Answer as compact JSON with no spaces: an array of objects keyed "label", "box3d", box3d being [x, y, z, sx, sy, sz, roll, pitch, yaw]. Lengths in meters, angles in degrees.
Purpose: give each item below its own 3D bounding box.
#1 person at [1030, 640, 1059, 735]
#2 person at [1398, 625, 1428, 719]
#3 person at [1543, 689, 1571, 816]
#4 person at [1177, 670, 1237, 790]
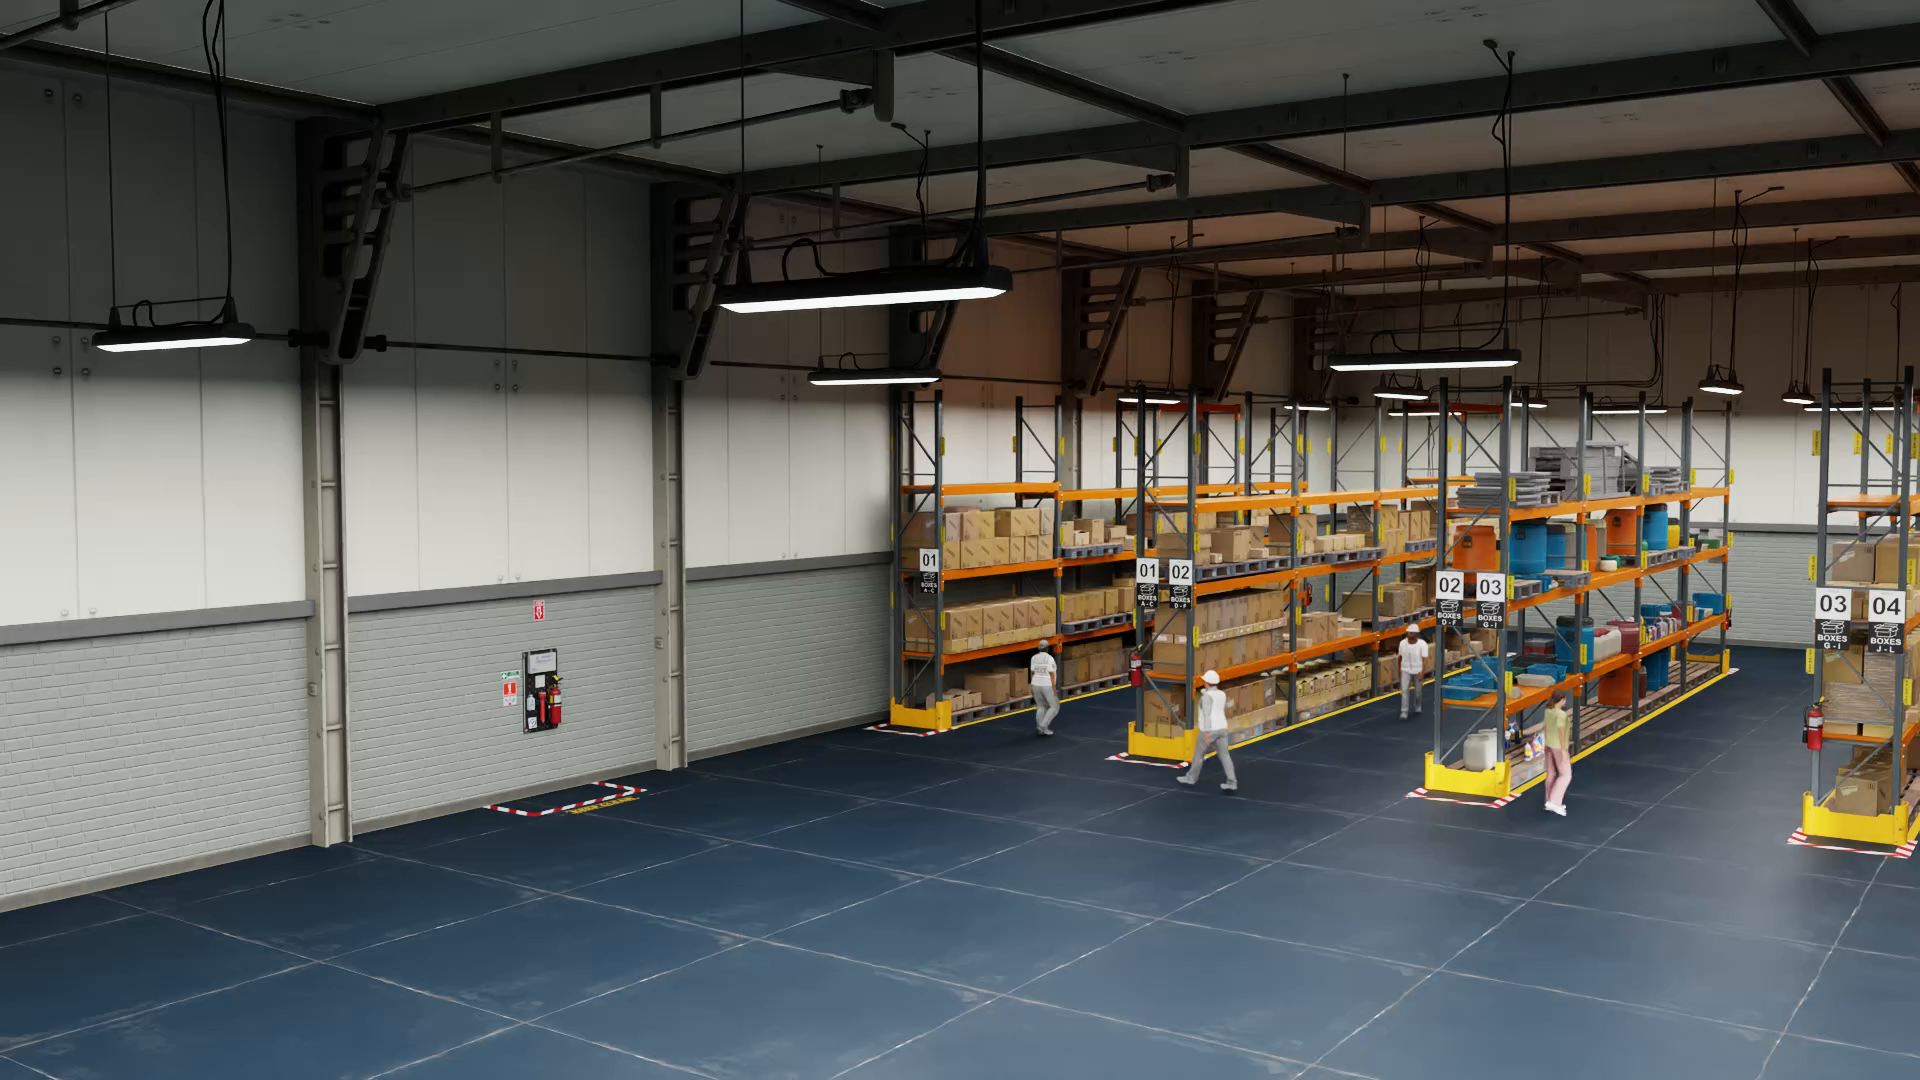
[{"label":"person","box3d":[1.438,2.560,28.761,0.536,1.660,0.522,2,4,37]},{"label":"person","box3d":[8.330,2.401,30.594,0.555,1.699,1.113,1,3,20]},{"label":"person","box3d":[8.155,2.896,22.779,0.419,1.709,0.513,-1,3,-15]},{"label":"person","box3d":[3.666,2.752,24.325,0.565,1.706,1.031,-2,4,-37]}]
